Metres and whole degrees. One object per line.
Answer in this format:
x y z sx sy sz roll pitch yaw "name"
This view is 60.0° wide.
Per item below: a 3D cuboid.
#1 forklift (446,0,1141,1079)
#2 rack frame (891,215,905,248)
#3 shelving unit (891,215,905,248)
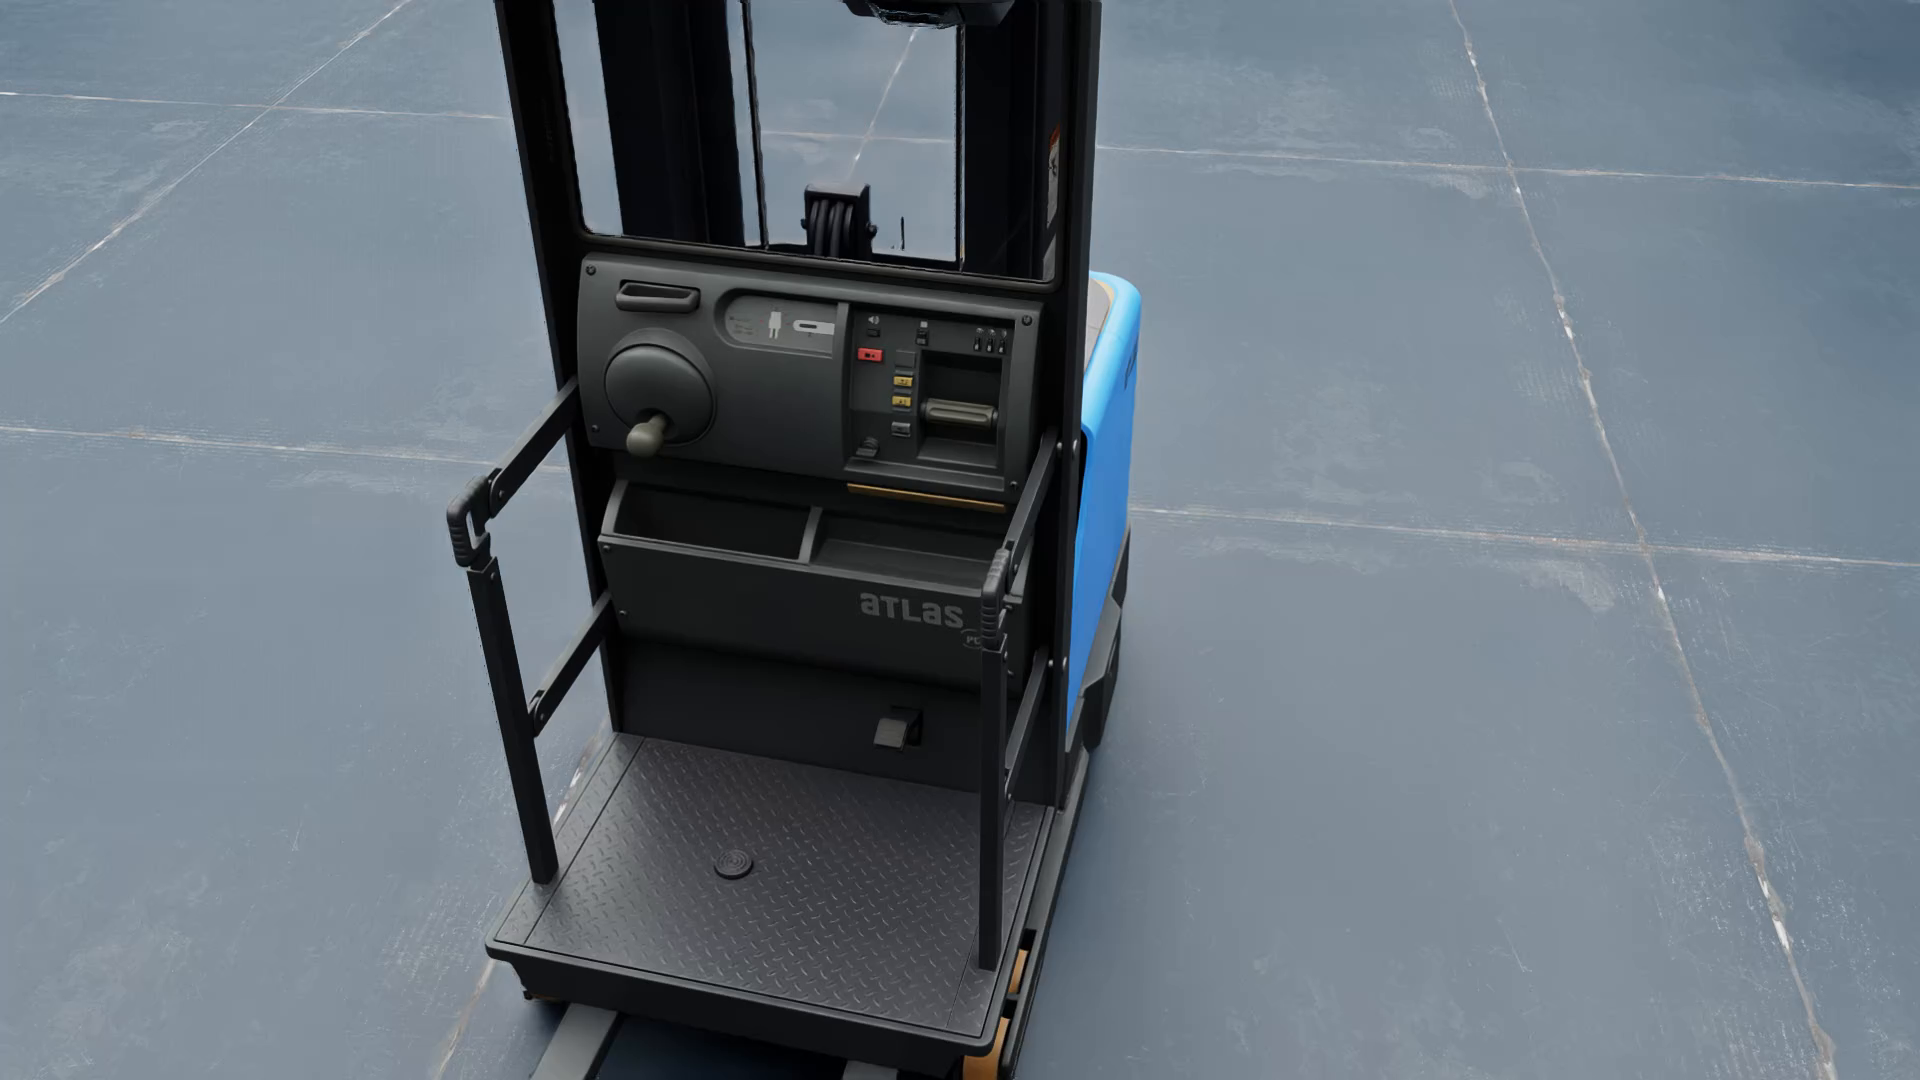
-0.357 -0.254 3.083 1.130 2.935 3.031 8 36 11 "forklift"
-0.174 -0.440 4.963 0.008 1.050 0.200 4 36 6 "rack frame"
-0.053 -0.431 4.951 0.252 1.050 0.215 4 36 6 "shelving unit"
